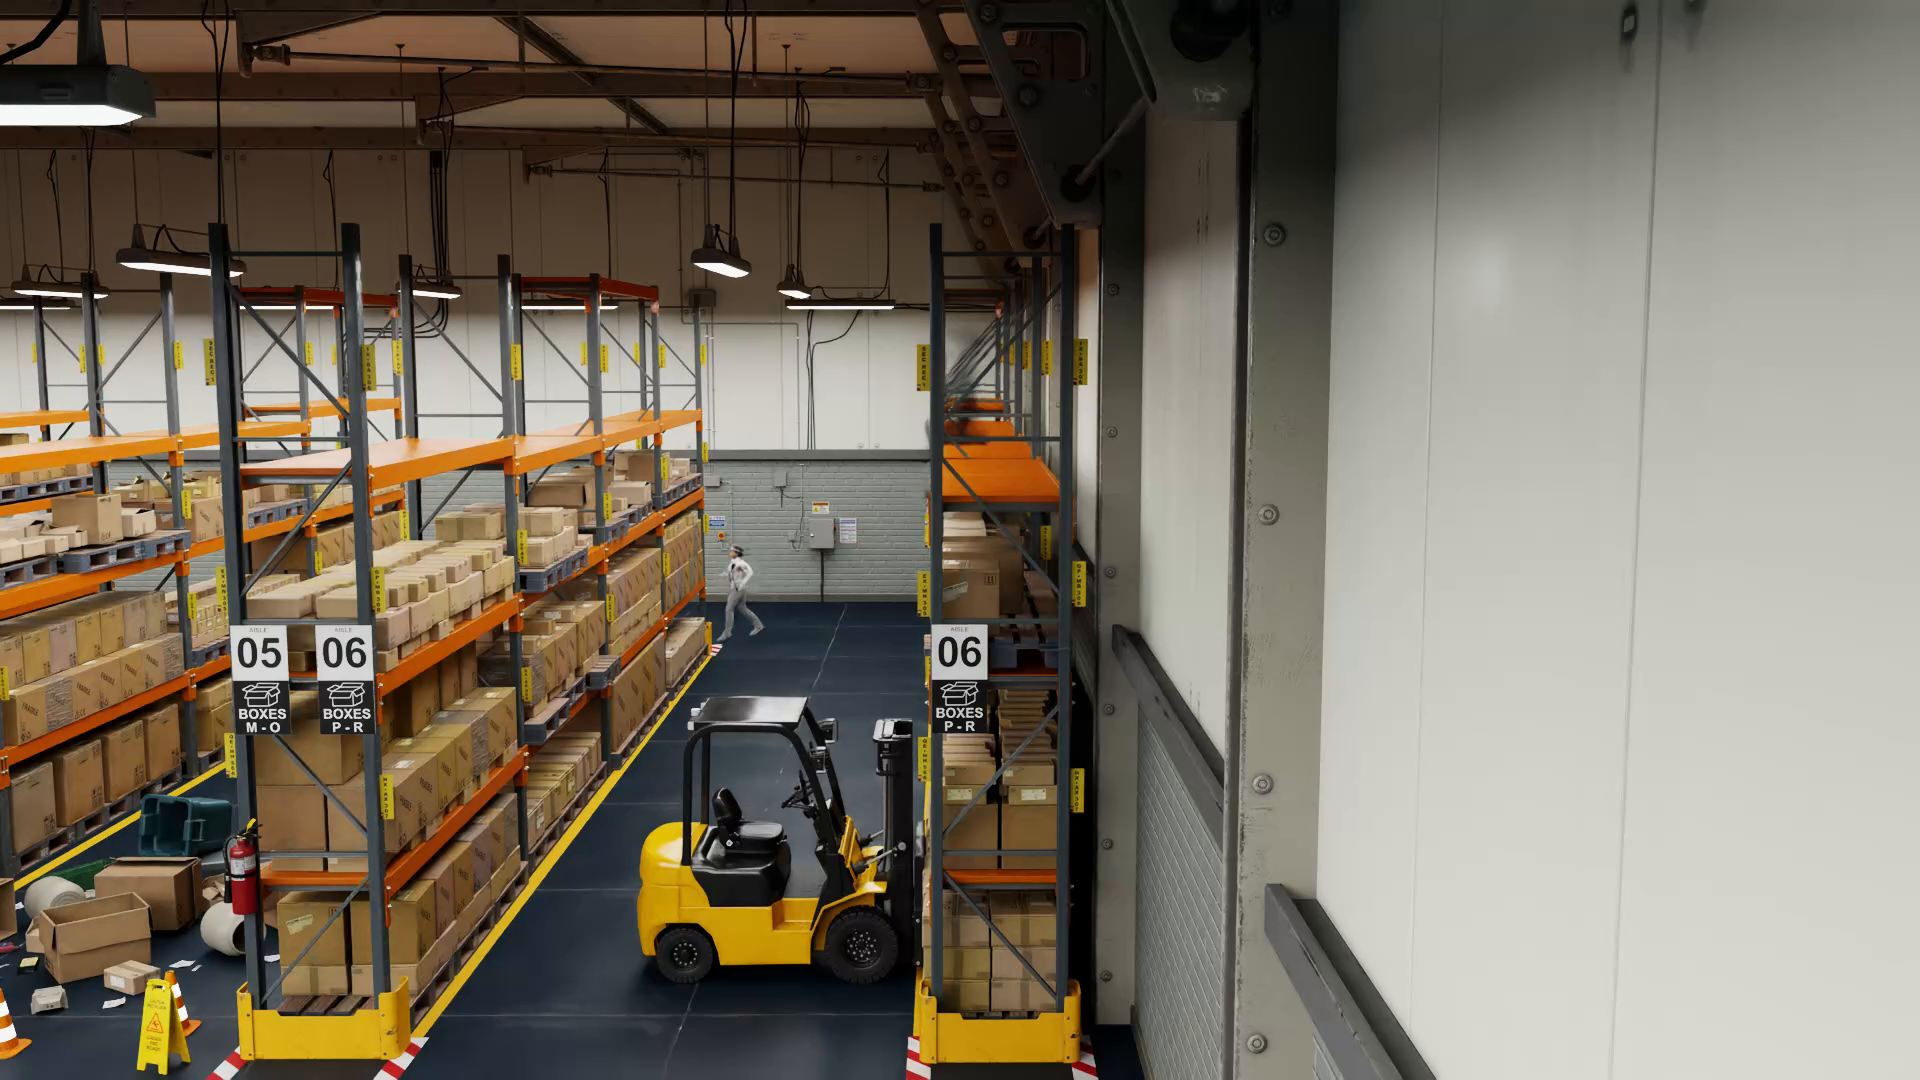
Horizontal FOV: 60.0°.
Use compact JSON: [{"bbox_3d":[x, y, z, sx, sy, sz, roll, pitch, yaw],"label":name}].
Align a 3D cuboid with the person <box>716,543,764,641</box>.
[{"bbox_3d":[-3.887,0.909,29.323,0.848,1.732,0.588,-1,7,-11],"label":"person"}]
